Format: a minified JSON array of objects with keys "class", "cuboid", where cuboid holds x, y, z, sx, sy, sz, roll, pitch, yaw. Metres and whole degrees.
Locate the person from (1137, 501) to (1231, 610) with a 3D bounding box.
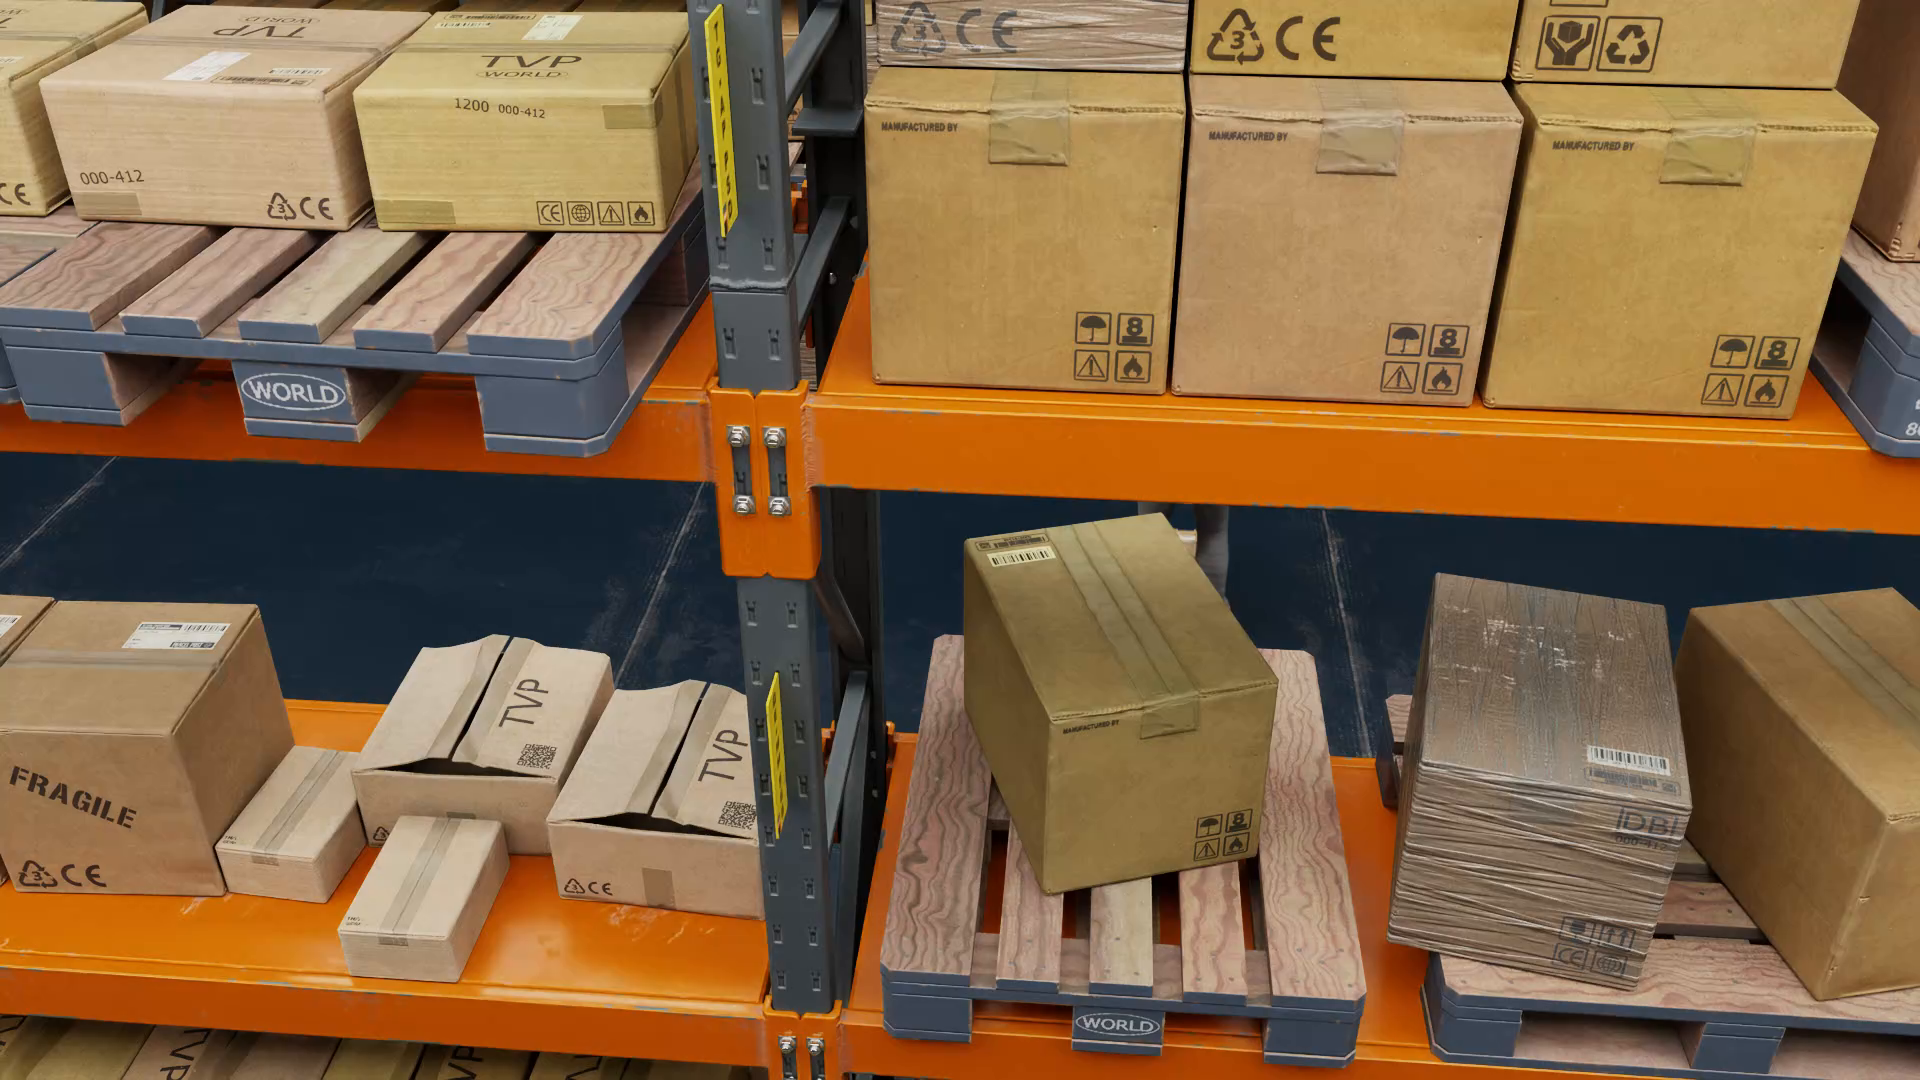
[{"class":"person","cuboid":[0.914,-0.347,6.687,0.505,1.660,0.386,1,32,2]}]
